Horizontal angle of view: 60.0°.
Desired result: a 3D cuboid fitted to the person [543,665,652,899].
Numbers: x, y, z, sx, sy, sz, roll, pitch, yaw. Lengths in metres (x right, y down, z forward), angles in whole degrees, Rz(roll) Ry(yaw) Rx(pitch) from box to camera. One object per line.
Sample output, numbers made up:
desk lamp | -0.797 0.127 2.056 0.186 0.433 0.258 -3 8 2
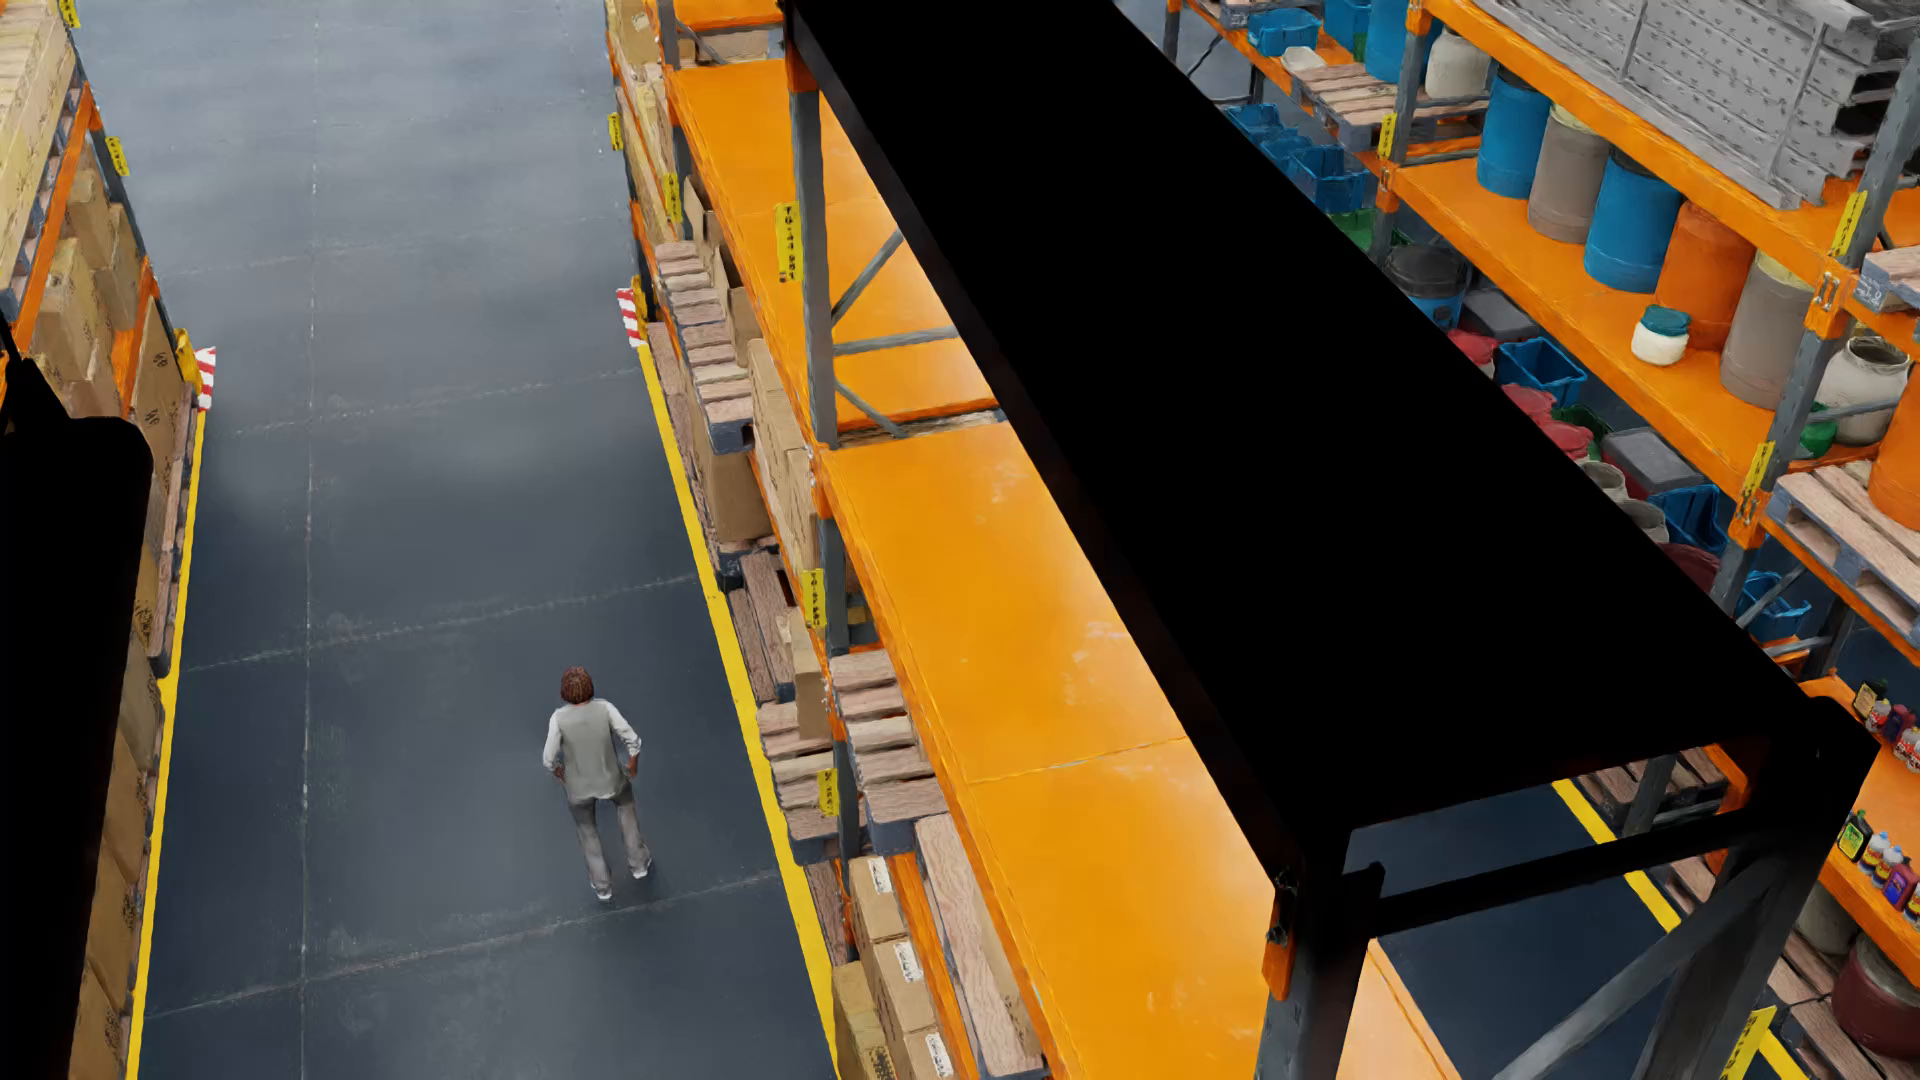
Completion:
person | -2.132 1.423 9.800 0.566 1.541 0.519 -12 40 -15
